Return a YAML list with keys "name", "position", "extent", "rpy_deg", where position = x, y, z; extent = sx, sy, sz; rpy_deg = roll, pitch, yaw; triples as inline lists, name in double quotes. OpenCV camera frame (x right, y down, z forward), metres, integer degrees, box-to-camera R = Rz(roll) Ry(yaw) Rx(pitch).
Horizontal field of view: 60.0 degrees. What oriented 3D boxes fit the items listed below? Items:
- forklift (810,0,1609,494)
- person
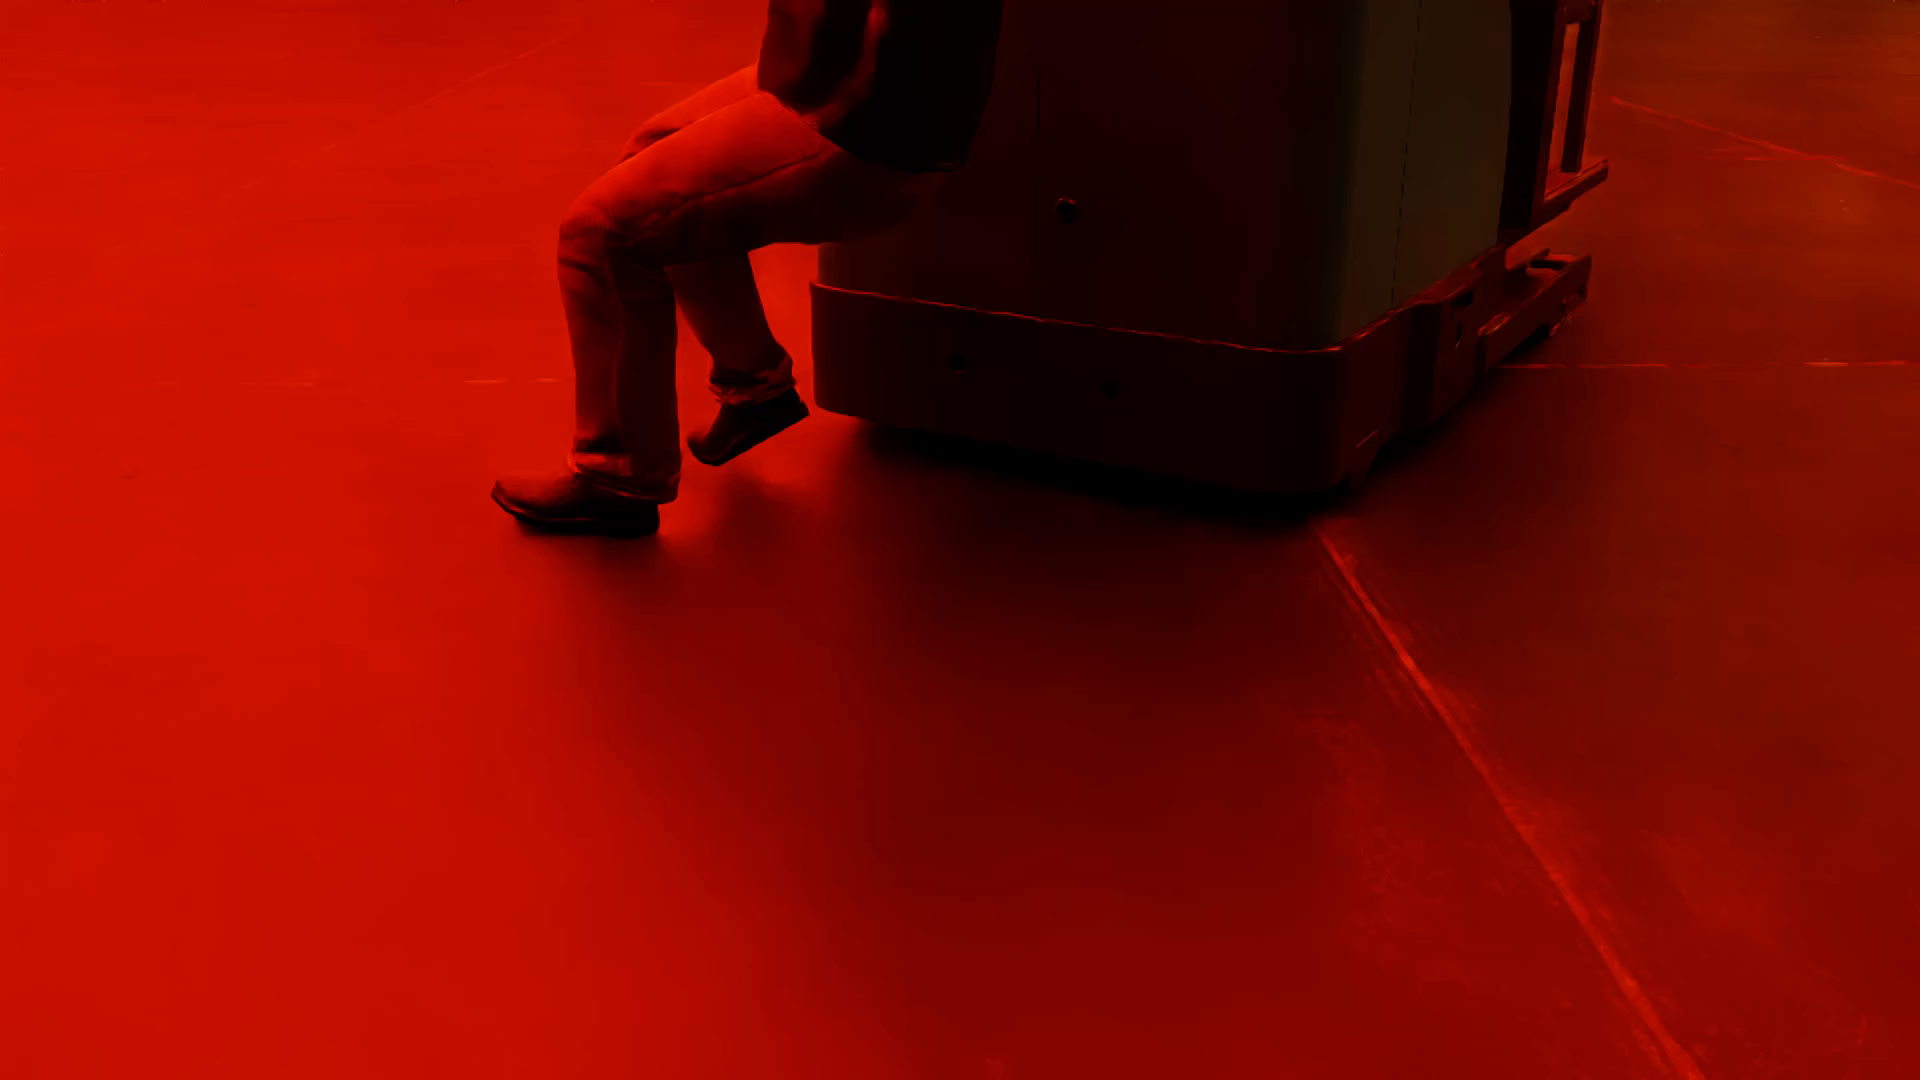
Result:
- name: "forklift"
  position: [0.915, -1.929, 3.639]
  extent: [1.130, 2.935, 3.031]
  rpy_deg: [13, 25, 29]
- name: "person"
  position: [-0.357, -0.737, 2.581]
  extent: [0.865, 1.495, 1.057]
  rpy_deg: [2, 22, 5]
